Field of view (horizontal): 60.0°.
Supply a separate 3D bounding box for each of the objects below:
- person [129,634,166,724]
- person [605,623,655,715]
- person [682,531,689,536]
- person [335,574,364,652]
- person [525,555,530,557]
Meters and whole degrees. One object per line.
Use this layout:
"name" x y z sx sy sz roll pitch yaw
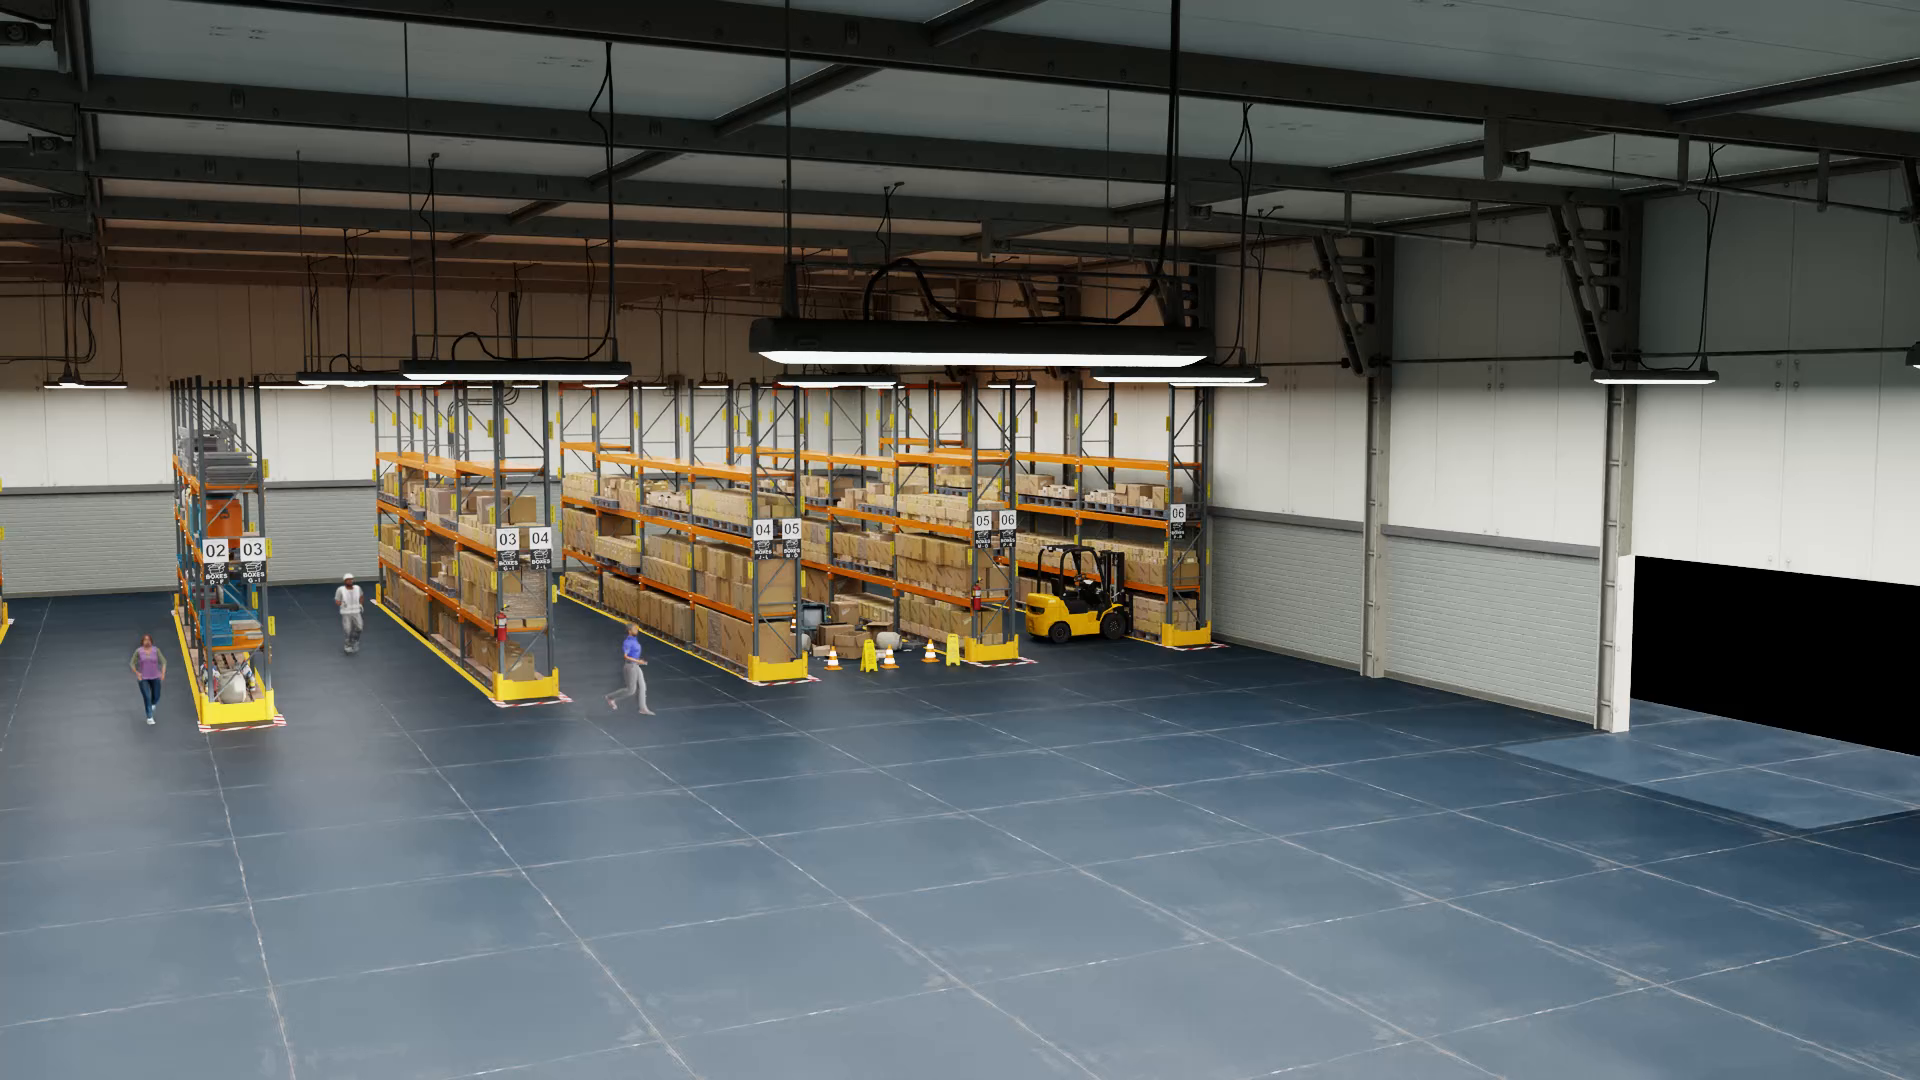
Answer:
"person" -14.061 2.388 28.797 0.583 1.555 0.576 -4 6 -34
"person" -5.846 2.294 29.448 0.861 1.653 0.592 0 5 3
"person" -8.253 0.465 50.291 0.739 1.554 0.566 -2 5 -20
"person" -13.300 1.606 36.357 0.656 1.743 0.629 -3 6 -34
"person" -11.984 0.833 45.895 0.683 1.633 0.748 -2 5 -22
